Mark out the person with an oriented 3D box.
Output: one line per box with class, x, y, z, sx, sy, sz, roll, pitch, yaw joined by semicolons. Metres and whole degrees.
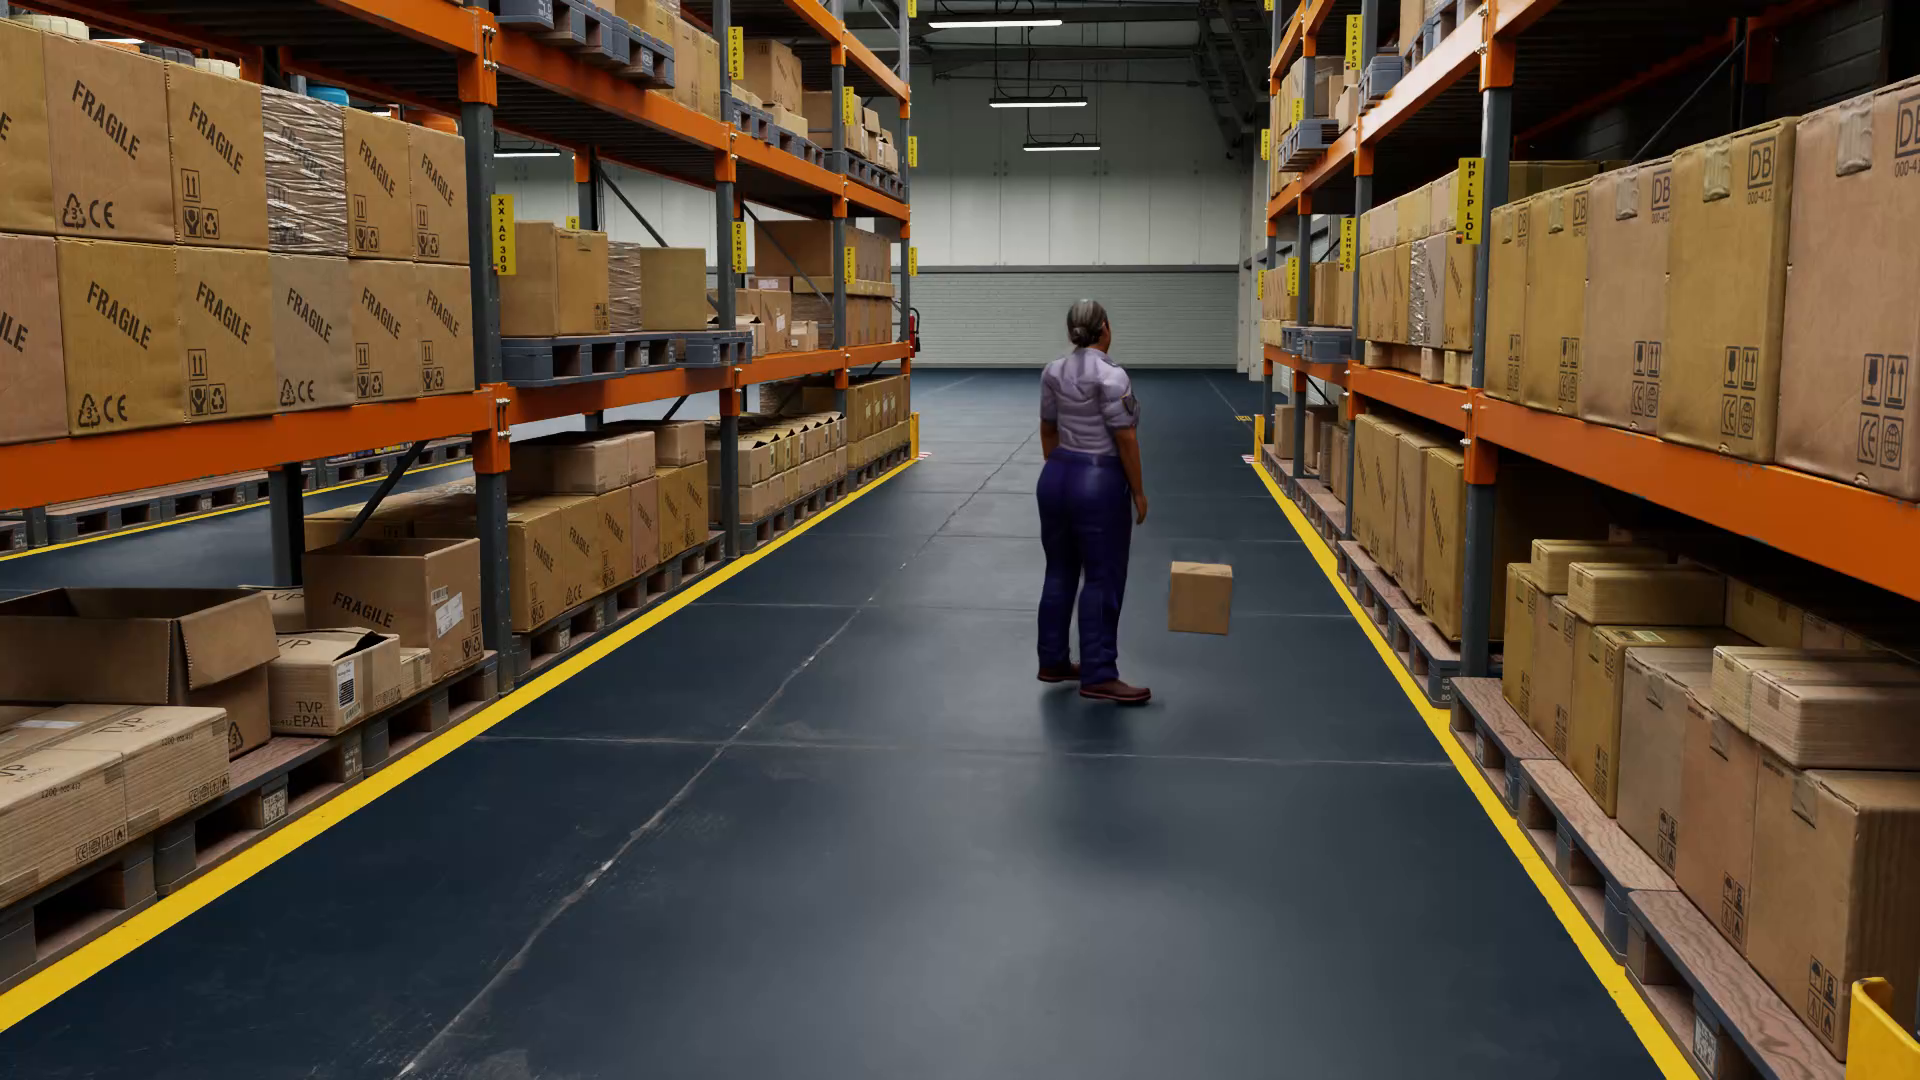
person;0.555;-0.170;6.995;0.368;1.647;0.592;-7;10;-41
